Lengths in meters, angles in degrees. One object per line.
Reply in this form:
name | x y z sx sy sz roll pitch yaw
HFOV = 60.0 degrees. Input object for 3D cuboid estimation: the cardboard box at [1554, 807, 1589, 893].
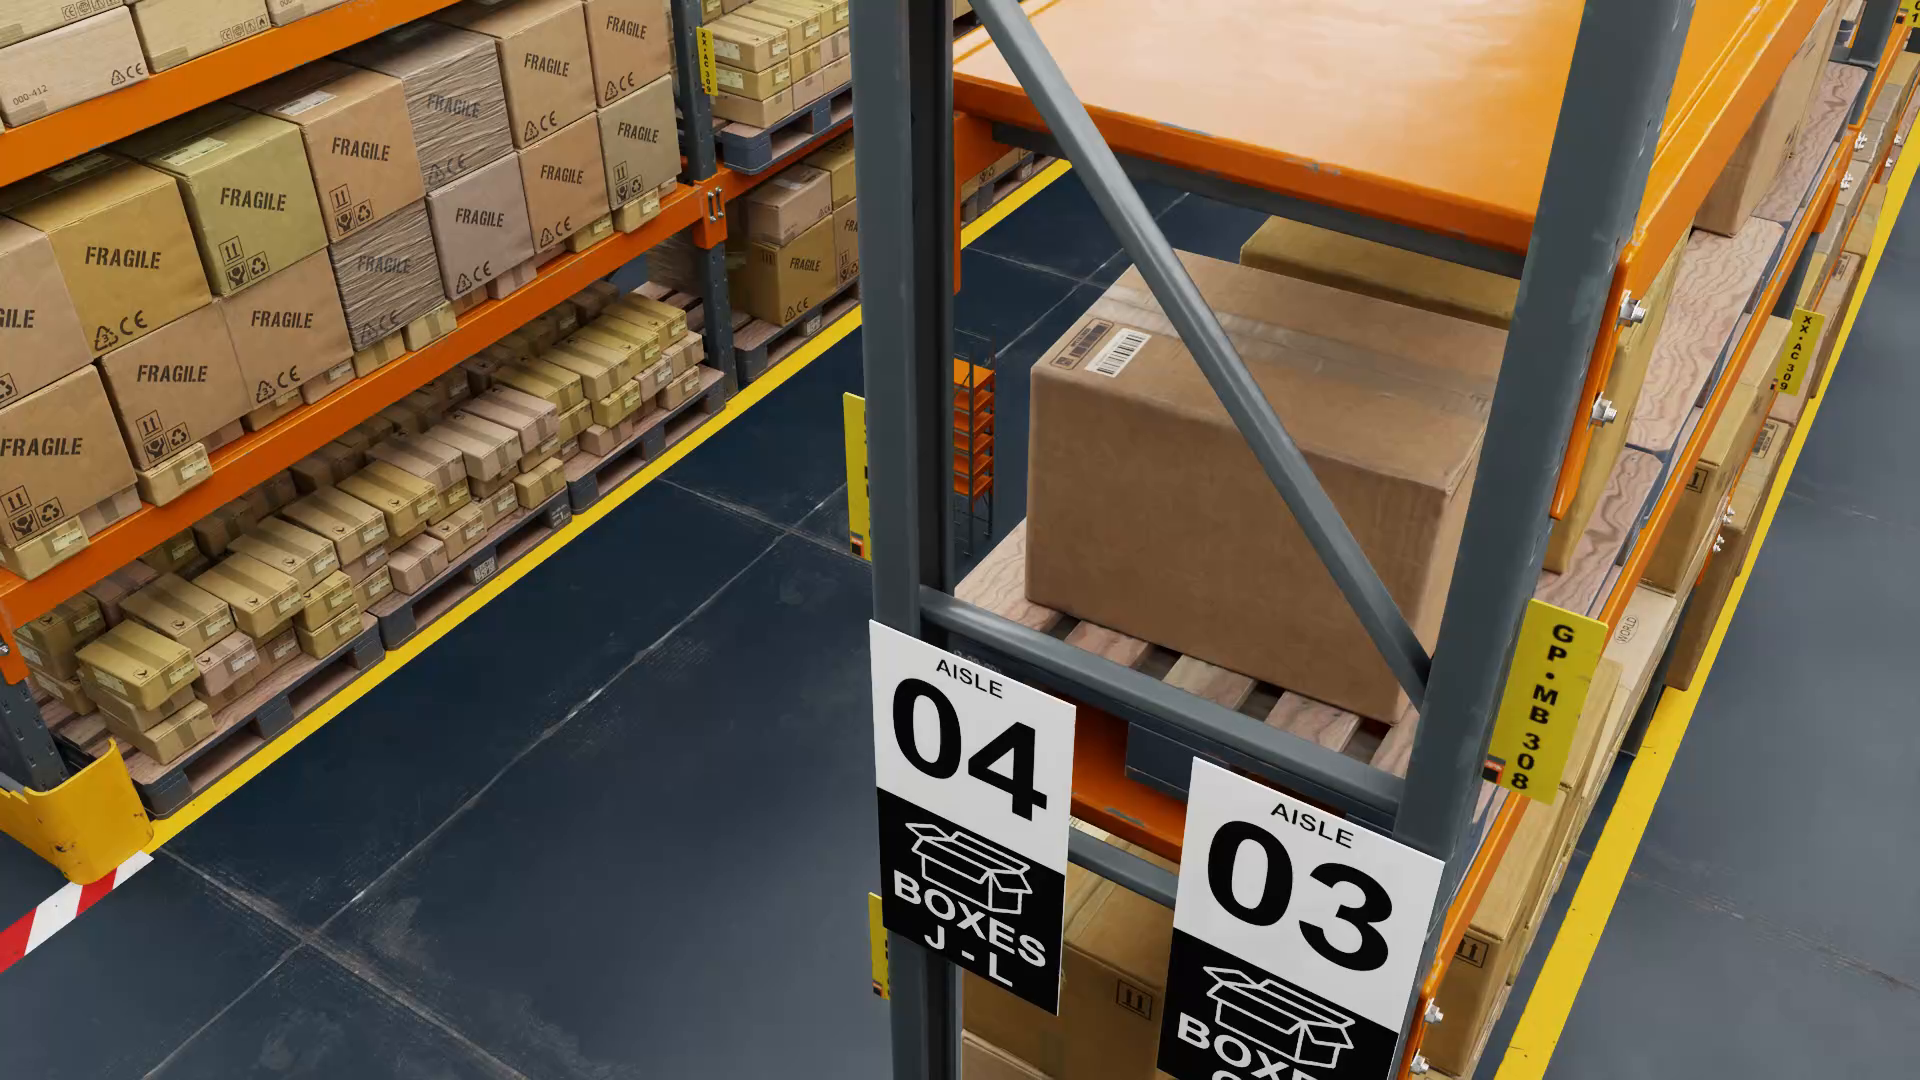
cardboard box | 1.599 0.832 4.859 0.380 0.149 0.250 20 42 24

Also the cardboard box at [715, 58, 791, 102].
cardboard box | -1.084 -2.373 8.429 0.380 0.149 0.250 22 43 26

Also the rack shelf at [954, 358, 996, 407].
rack shelf | 0.008 -0.733 7.640 0.258 0.103 0.180 21 42 25

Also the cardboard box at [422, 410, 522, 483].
cardboard box | -2.291 -0.443 7.812 0.380 0.149 0.250 20 42 24

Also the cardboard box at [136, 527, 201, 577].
cardboard box | -3.542 0.012 7.221 0.380 0.149 0.250 20 42 24

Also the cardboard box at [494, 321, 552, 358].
cardboard box | -2.335 -1.029 8.572 0.380 0.149 0.250 21 42 25

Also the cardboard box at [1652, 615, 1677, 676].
cardboard box | 2.150 0.300 5.549 0.380 0.149 0.250 22 43 26

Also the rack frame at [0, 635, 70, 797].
rack frame | -3.826 -0.073 5.828 1.000 3.000 0.127 21 42 25

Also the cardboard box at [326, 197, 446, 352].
cardboard box | -2.546 -1.169 6.924 0.500 0.500 0.500 20 42 24

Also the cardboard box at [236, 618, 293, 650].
cardboard box | -3.078 0.308 7.081 0.380 0.149 0.250 22 43 26

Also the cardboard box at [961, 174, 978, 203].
cardboard box | -0.223 -2.405 10.556 0.500 0.500 0.500 19 42 23

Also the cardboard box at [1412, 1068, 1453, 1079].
cardboard box | 0.793 1.384 3.817 0.500 0.250 0.500 20 42 24

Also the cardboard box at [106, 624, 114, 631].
cardboard box | -3.599 0.289 7.105 0.380 0.149 0.250 20 42 24

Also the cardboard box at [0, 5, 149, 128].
cardboard box | -3.084 -1.620 5.500 0.500 0.250 0.500 23 43 26

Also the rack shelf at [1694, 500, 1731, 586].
rack shelf | 1.379 0.855 5.213 1.077 0.370 4.000 21 42 25

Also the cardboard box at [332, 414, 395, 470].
cardboard box | -2.902 -0.501 7.887 0.380 0.149 0.250 21 42 25

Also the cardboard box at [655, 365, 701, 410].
cardboard box | -1.606 -0.859 8.838 0.380 0.149 0.250 22 43 26

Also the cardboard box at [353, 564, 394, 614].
cardboard box | -2.792 0.173 7.499 0.380 0.149 0.250 21 42 25

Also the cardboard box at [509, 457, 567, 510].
cardboard box | -2.160 -0.326 8.146 0.380 0.149 0.250 21 42 25

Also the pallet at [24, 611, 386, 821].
pallet | -3.321 0.585 7.258 1.003 0.211 1.213 21 42 25

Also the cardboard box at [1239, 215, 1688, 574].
cardboard box | 0.944 -0.369 3.246 0.700 0.500 0.500 20 42 24

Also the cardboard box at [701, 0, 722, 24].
cardboard box | -1.490 -2.848 8.801 0.380 0.149 0.250 20 42 24

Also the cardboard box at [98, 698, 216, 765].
cardboard box | -3.276 0.724 6.785 0.380 0.149 0.250 22 43 26

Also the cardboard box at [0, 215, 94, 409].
cardboard box | -3.362 -0.771 5.589 0.500 0.500 0.500 21 42 25

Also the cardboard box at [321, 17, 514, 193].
cardboard box | -2.266 -1.831 6.963 0.500 0.500 0.500 22 43 26

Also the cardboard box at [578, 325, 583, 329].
cardboard box | -2.148 -1.208 9.048 0.380 0.149 0.250 23 43 27

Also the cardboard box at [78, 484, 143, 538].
cardboard box | -3.275 -0.178 6.170 0.380 0.149 0.250 23 43 27

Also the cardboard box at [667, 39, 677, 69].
cardboard box | -1.637 -2.590 8.710 0.380 0.149 0.250 23 43 26

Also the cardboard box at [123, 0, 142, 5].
cardboard box | -2.812 -2.067 5.671 0.500 0.250 0.500 22 43 26

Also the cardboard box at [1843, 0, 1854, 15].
cardboard box | 2.753 -2.157 5.648 0.700 0.500 0.500 22 43 26

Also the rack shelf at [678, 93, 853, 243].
rack shelf | -0.612 -2.882 10.060 1.077 0.370 4.000 21 42 25

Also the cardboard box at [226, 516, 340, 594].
cardboard box | -2.907 0.070 7.145 0.380 0.149 0.250 19 42 23

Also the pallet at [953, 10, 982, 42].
pallet | -0.566 -3.088 9.895 1.003 0.211 1.213 21 42 25

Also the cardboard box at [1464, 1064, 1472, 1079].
cardboard box | 1.049 1.361 4.173 0.380 0.149 0.250 20 42 24

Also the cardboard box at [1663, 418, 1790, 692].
cardboard box | 2.776 -0.122 7.288 1.225 0.875 0.875 21 42 25

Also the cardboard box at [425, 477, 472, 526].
cardboard box | -2.524 -0.246 7.800 0.380 0.149 0.250 23 43 27

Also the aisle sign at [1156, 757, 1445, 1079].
aisle sign | 0.522 0.707 2.687 0.394 0.787 0.004 21 42 25

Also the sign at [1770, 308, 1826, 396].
sign | 2.920 -0.654 5.808 0.100 0.325 0.005 21 42 25

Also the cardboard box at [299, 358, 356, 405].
cardboard box | -2.740 -0.728 6.883 0.380 0.149 0.250 20 42 24

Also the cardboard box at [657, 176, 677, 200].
cardboard box | -1.639 -1.812 8.289 0.380 0.149 0.250 21 42 25

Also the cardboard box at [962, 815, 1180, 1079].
cardboard box | 0.347 0.909 3.819 0.500 0.500 0.500 22 43 26

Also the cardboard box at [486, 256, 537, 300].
cardboard box | -2.158 -1.251 7.561 0.380 0.149 0.250 19 42 23

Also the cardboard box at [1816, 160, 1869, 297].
cardboard box | 3.717 -1.441 7.520 0.500 0.500 0.500 22 43 26

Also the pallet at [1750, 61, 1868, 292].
pallet | 2.003 -1.195 4.899 1.003 0.211 1.213 21 42 25

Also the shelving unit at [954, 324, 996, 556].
shelving unit | 0.008 -0.483 7.833 0.258 1.200 0.189 21 42 25

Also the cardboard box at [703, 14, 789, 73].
cardboard box | -1.084 -2.491 8.338 0.380 0.149 0.250 23 43 27

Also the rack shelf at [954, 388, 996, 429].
rack shelf | 0.008 -0.638 7.713 0.258 0.103 0.180 21 42 25

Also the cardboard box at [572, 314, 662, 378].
cardboard box | -1.758 -0.995 8.527 0.380 0.149 0.250 22 43 26

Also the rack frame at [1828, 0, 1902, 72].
rack frame | 2.450 -2.837 4.499 1.000 3.000 0.127 21 42 25

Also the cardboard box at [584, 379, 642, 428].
cardboard box | -1.847 -0.737 8.436 0.380 0.149 0.250 20 42 24

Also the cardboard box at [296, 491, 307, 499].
cardboard box | -3.088 -0.260 7.817 0.380 0.149 0.250 23 43 27

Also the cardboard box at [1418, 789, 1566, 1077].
cardboard box | 1.060 0.829 3.923 0.500 0.500 0.500 20 42 24

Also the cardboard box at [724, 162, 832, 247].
cardboard box | -1.065 -1.903 9.291 0.500 0.250 0.500 19 42 23

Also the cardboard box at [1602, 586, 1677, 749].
cardboard box | 1.887 0.325 5.190 0.500 0.250 0.500 22 43 26

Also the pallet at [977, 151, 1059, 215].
pallet | 0.040 -2.691 11.507 1.003 0.211 1.213 21 42 25
